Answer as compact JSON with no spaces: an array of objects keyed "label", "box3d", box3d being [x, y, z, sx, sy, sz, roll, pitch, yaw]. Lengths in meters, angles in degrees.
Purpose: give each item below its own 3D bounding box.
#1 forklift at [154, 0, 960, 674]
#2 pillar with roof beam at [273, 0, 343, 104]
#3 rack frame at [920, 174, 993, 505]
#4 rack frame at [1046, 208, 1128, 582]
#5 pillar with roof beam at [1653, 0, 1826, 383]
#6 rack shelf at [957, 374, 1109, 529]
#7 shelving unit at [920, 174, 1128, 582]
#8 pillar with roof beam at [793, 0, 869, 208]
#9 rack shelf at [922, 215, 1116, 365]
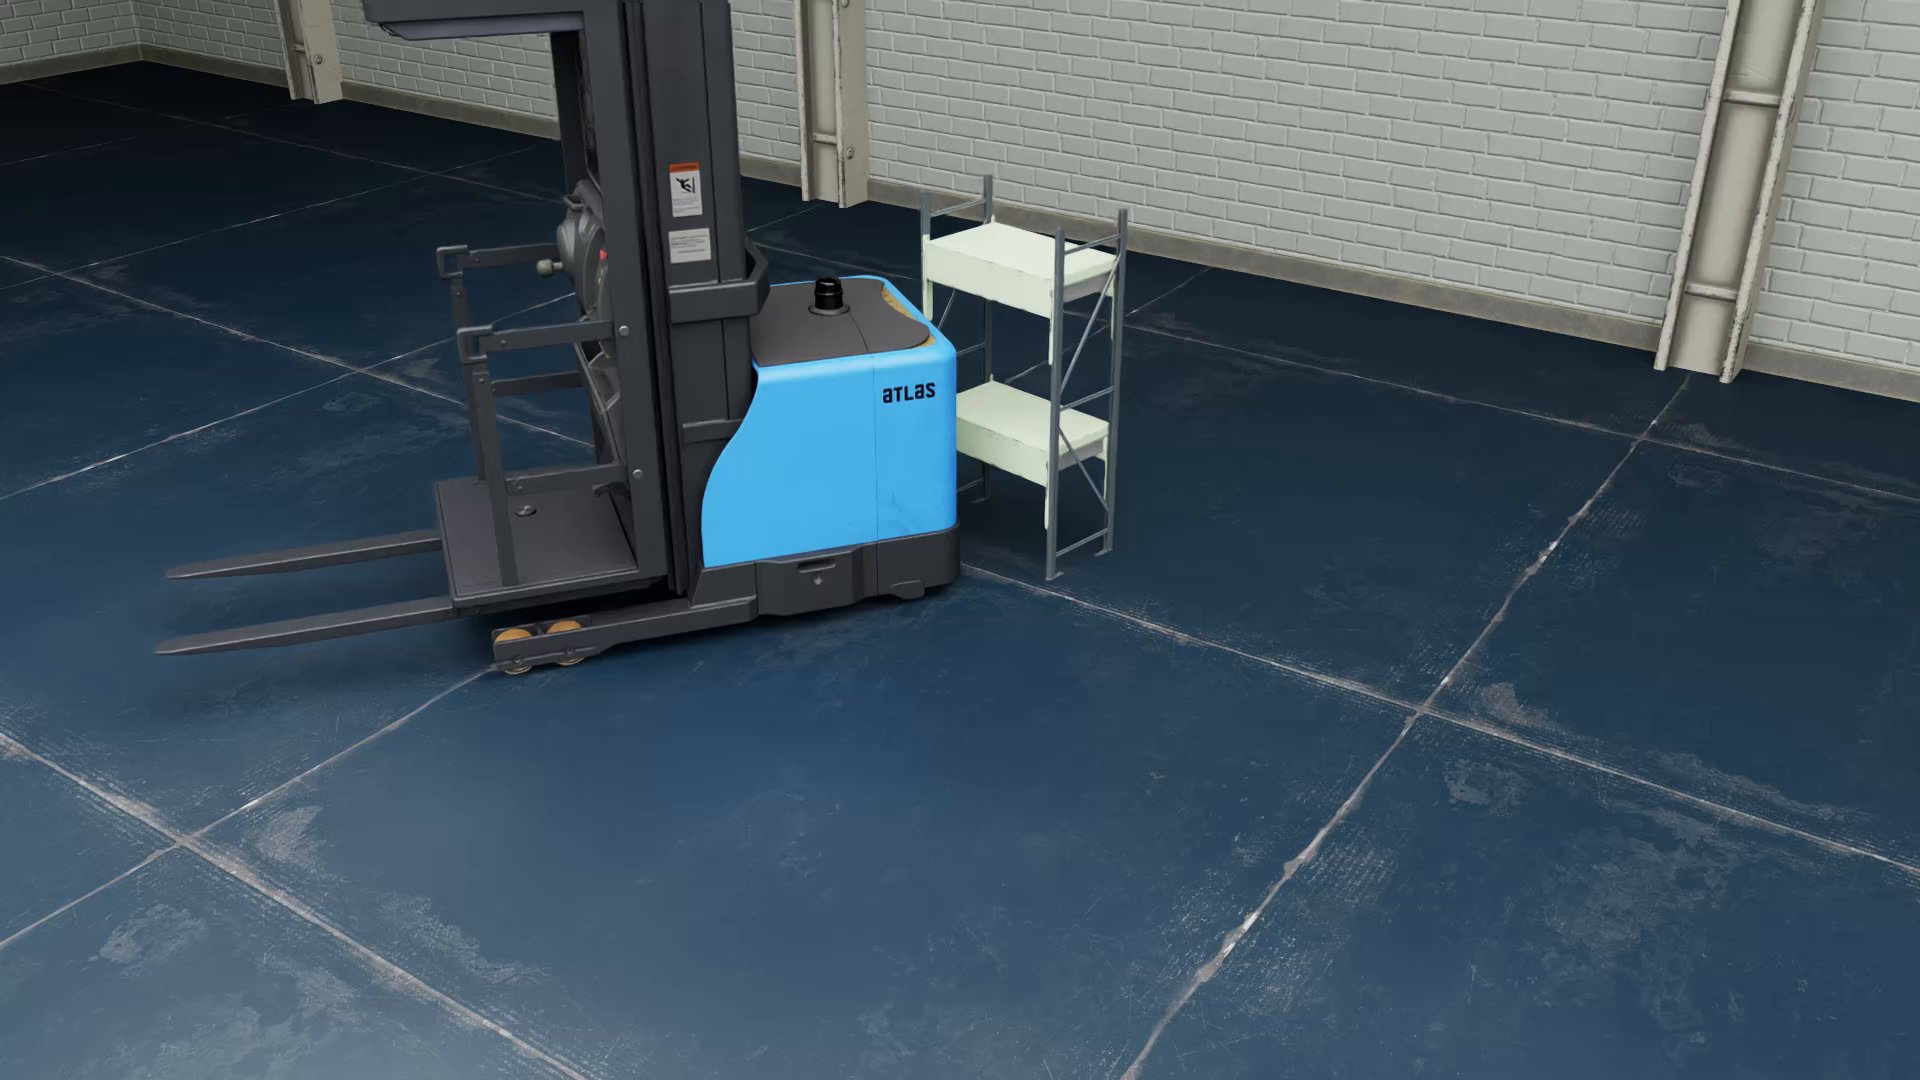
[{"label":"forklift","box3d":[-1.573,-1.072,6.125,3.031,2.935,1.130,-9,28,-17]},{"label":"pillar with roof beam","box3d":[-8.287,-6.427,9.958,0.400,9.000,9.100,17,32,30]},{"label":"rack frame","box3d":[-0.011,-0.797,7.162,0.400,1.500,0.023,-24,36,-39]},{"label":"rack frame","box3d":[0.506,-0.562,6.701,0.400,1.500,0.023,-24,36,-39]},{"label":"pillar with roof beam","box3d":[1.604,-3.346,3.903,0.400,9.000,9.100,17,32,30]},{"label":"rack shelf","box3d":[0.248,-0.389,7.079,0.431,0.370,0.720,-24,36,-39]},{"label":"shelving unit","box3d":[0.248,-0.679,6.931,0.431,1.500,0.755,-24,36,-39]},{"label":"pillar with roof beam","box3d":[-3.342,-4.887,6.931,0.400,9.000,9.100,17,32,30]},{"label":"rack shelf","box3d":[0.248,-1.027,6.754,0.431,0.370,0.720,-24,36,-39]}]
